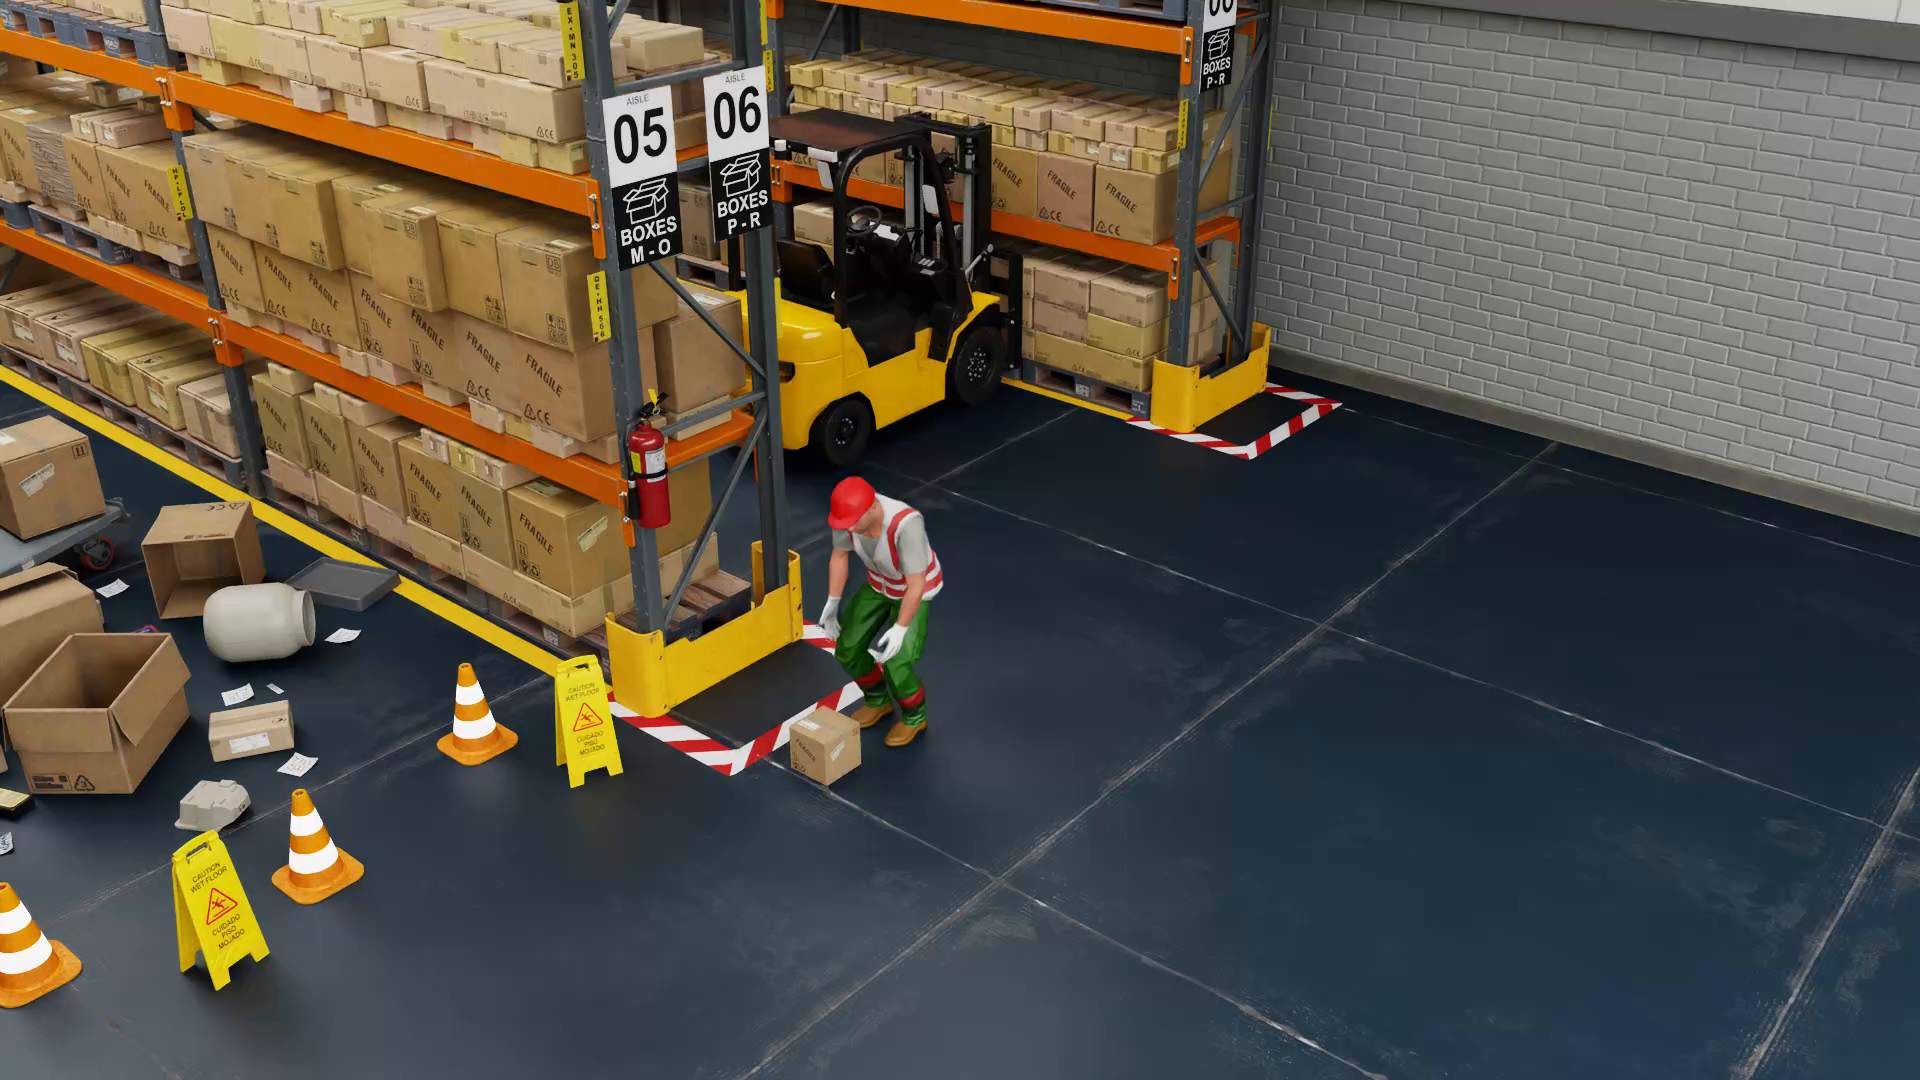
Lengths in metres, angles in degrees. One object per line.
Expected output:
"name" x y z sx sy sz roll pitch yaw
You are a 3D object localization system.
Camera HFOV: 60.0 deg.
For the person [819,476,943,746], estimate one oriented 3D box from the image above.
"person" -0.374 0.318 8.258 0.579 1.528 0.690 21 34 35
